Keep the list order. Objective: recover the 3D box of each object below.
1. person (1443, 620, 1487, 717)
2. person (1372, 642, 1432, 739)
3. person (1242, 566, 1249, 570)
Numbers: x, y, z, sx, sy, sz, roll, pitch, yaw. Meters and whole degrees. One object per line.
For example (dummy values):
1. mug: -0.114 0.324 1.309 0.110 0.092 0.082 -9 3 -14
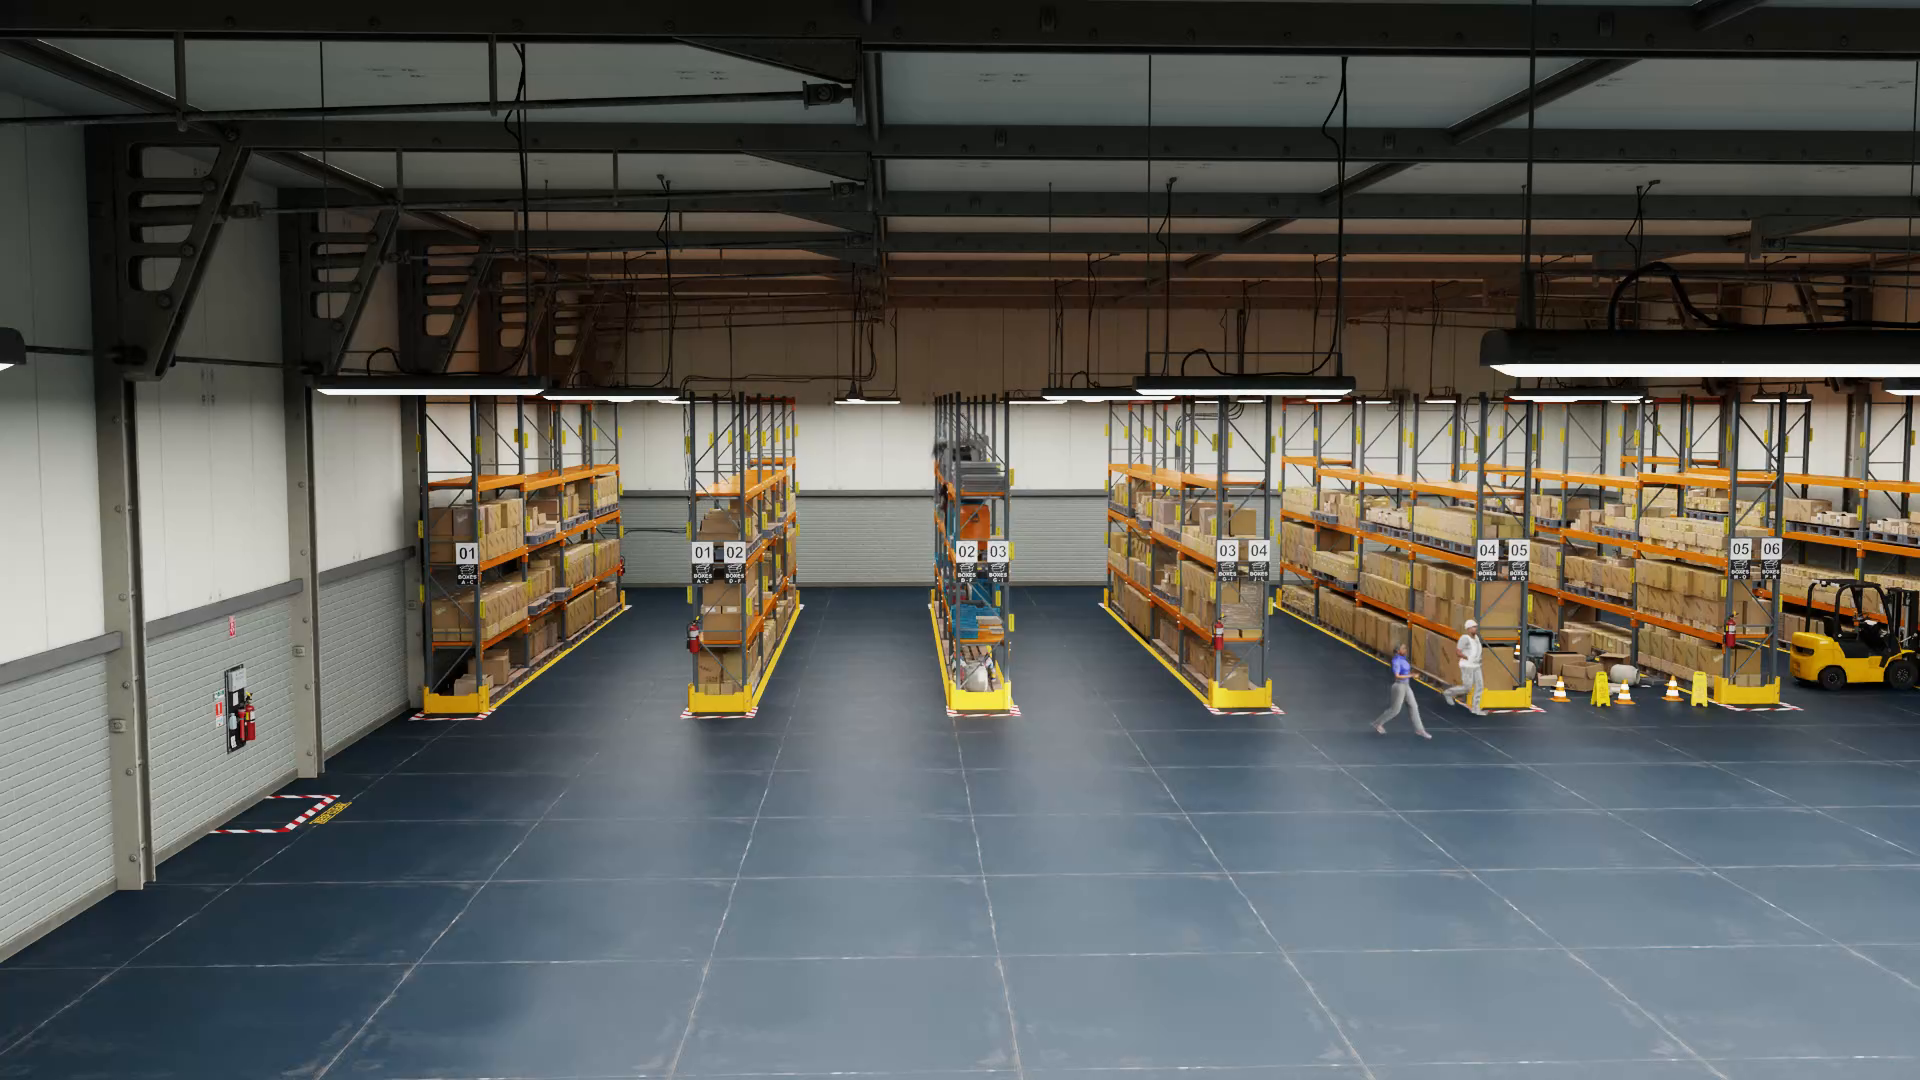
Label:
1. person: 9.481 2.372 31.019 0.683 1.778 0.874 -4 6 -42
2. person: 7.656 2.581 28.735 0.995 1.636 0.586 3 6 35
3. person: 8.024 1.148 46.152 0.711 1.801 0.857 0 5 -3
